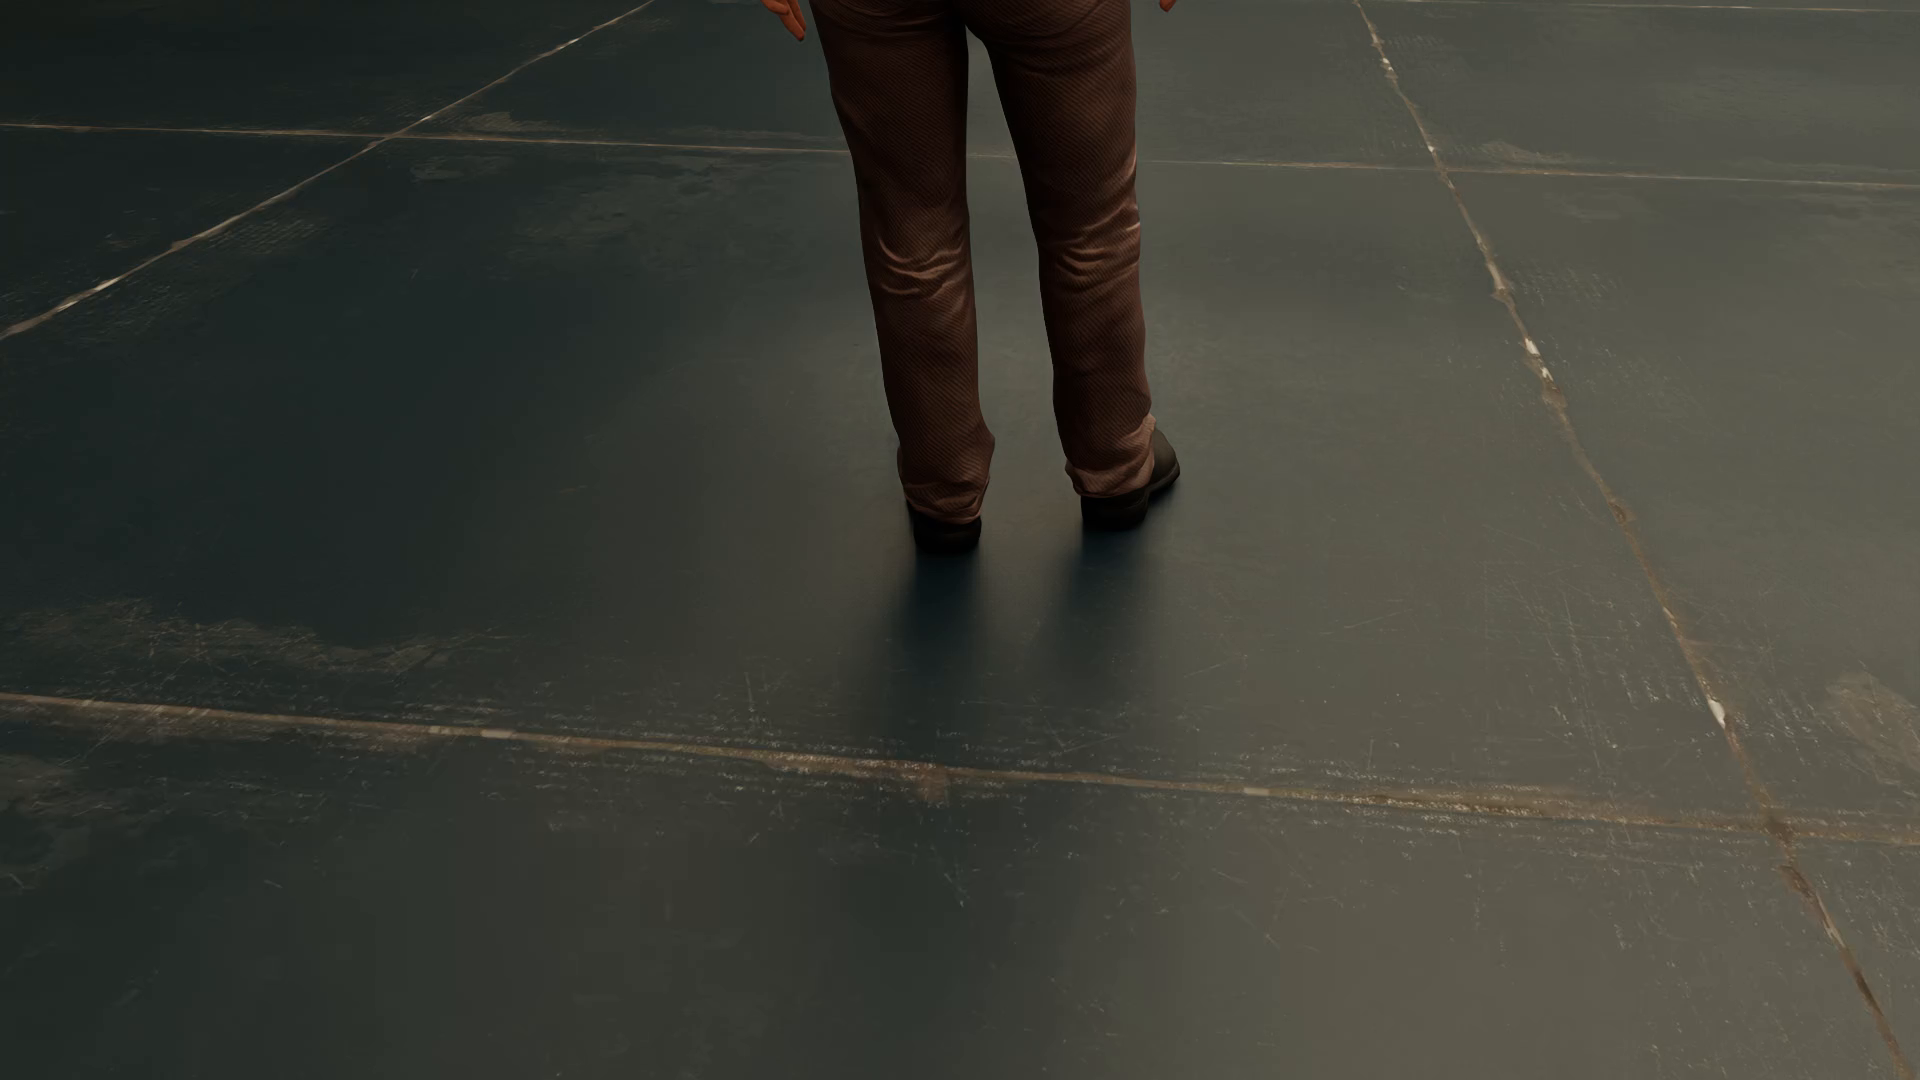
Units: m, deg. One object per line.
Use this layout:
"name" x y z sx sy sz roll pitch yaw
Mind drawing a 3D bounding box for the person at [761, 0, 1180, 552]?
"person" 0.016 -0.804 2.166 0.632 1.720 0.568 3 27 7
